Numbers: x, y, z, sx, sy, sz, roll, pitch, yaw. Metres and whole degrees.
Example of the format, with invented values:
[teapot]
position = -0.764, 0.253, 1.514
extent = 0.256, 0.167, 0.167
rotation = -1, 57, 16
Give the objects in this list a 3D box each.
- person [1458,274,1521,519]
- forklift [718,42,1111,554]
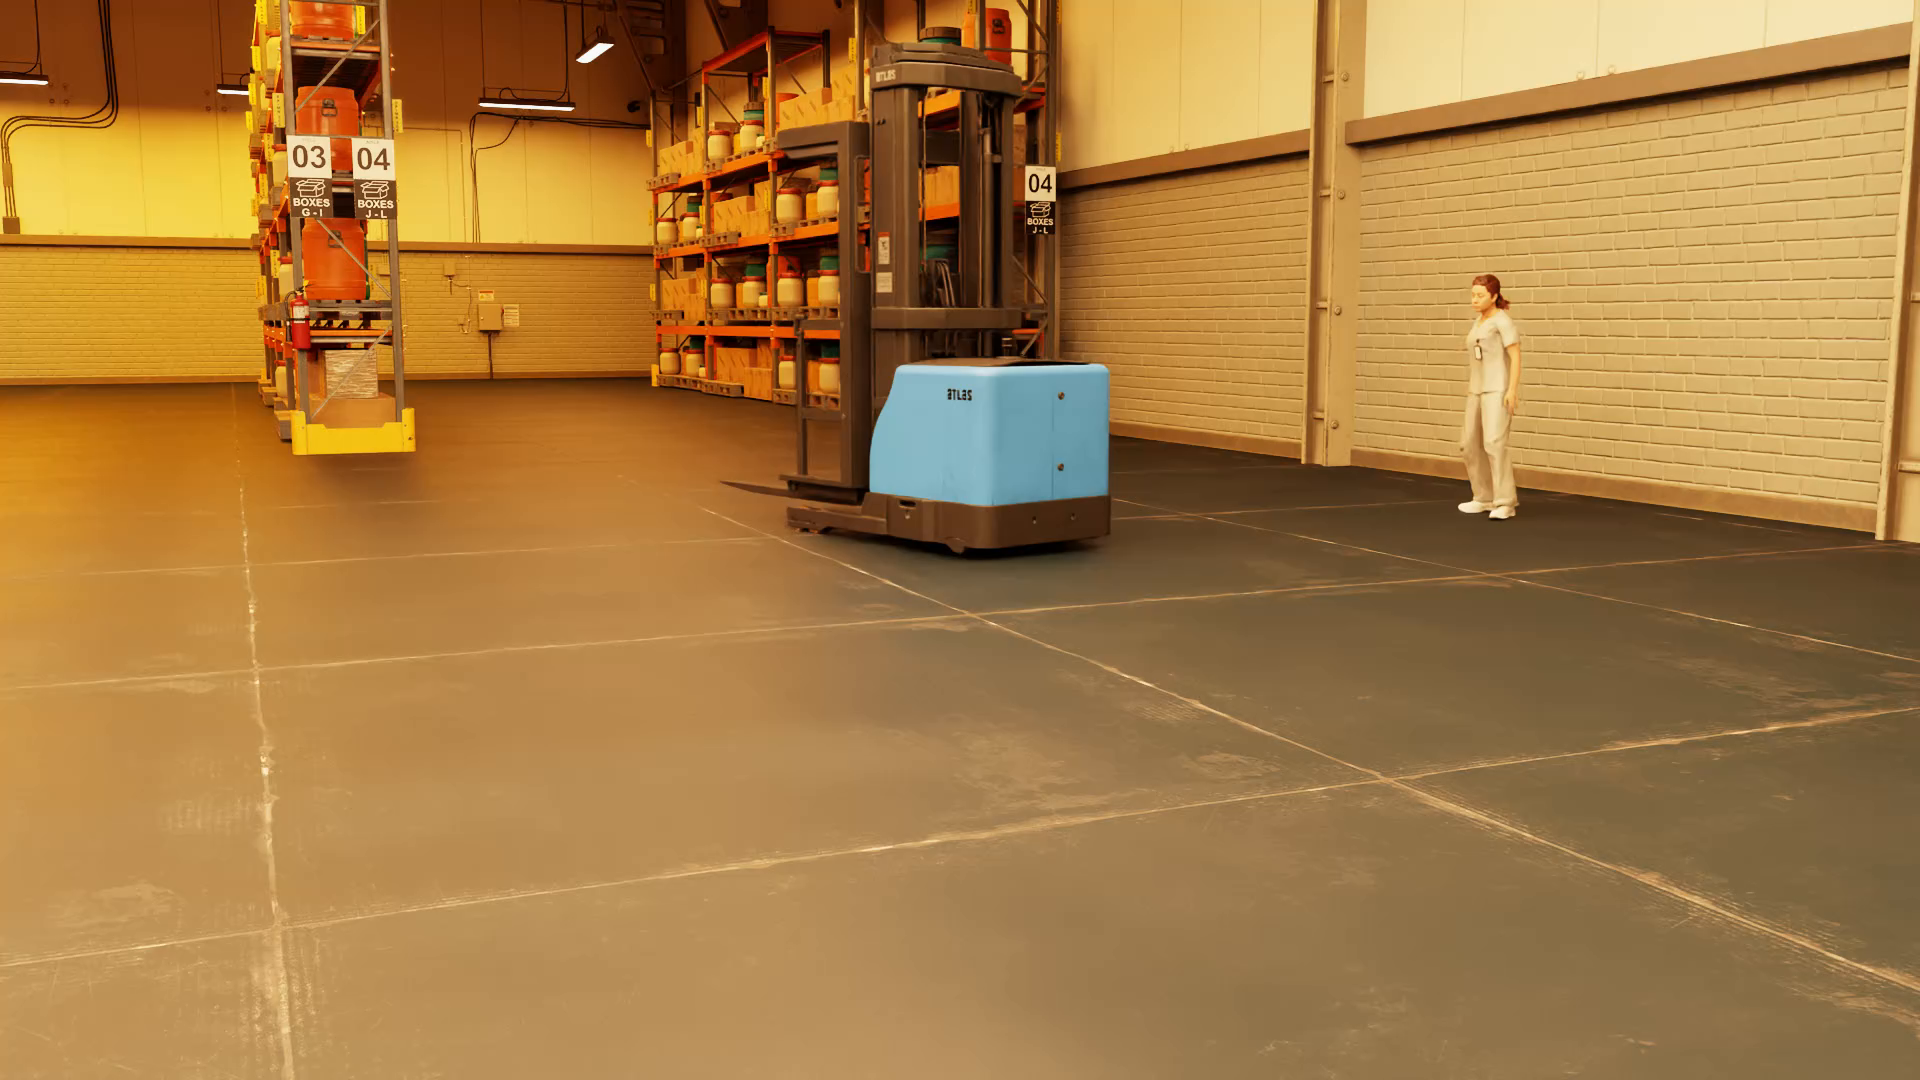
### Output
[person]
position = 3.652, -0.996, 11.427
extent = 0.365, 1.647, 0.749
rotation = -2, 8, -15
[forklift]
position = -0.447, -1.521, 10.475
extent = 1.130, 2.935, 3.031
rotation = -6, 10, -40
